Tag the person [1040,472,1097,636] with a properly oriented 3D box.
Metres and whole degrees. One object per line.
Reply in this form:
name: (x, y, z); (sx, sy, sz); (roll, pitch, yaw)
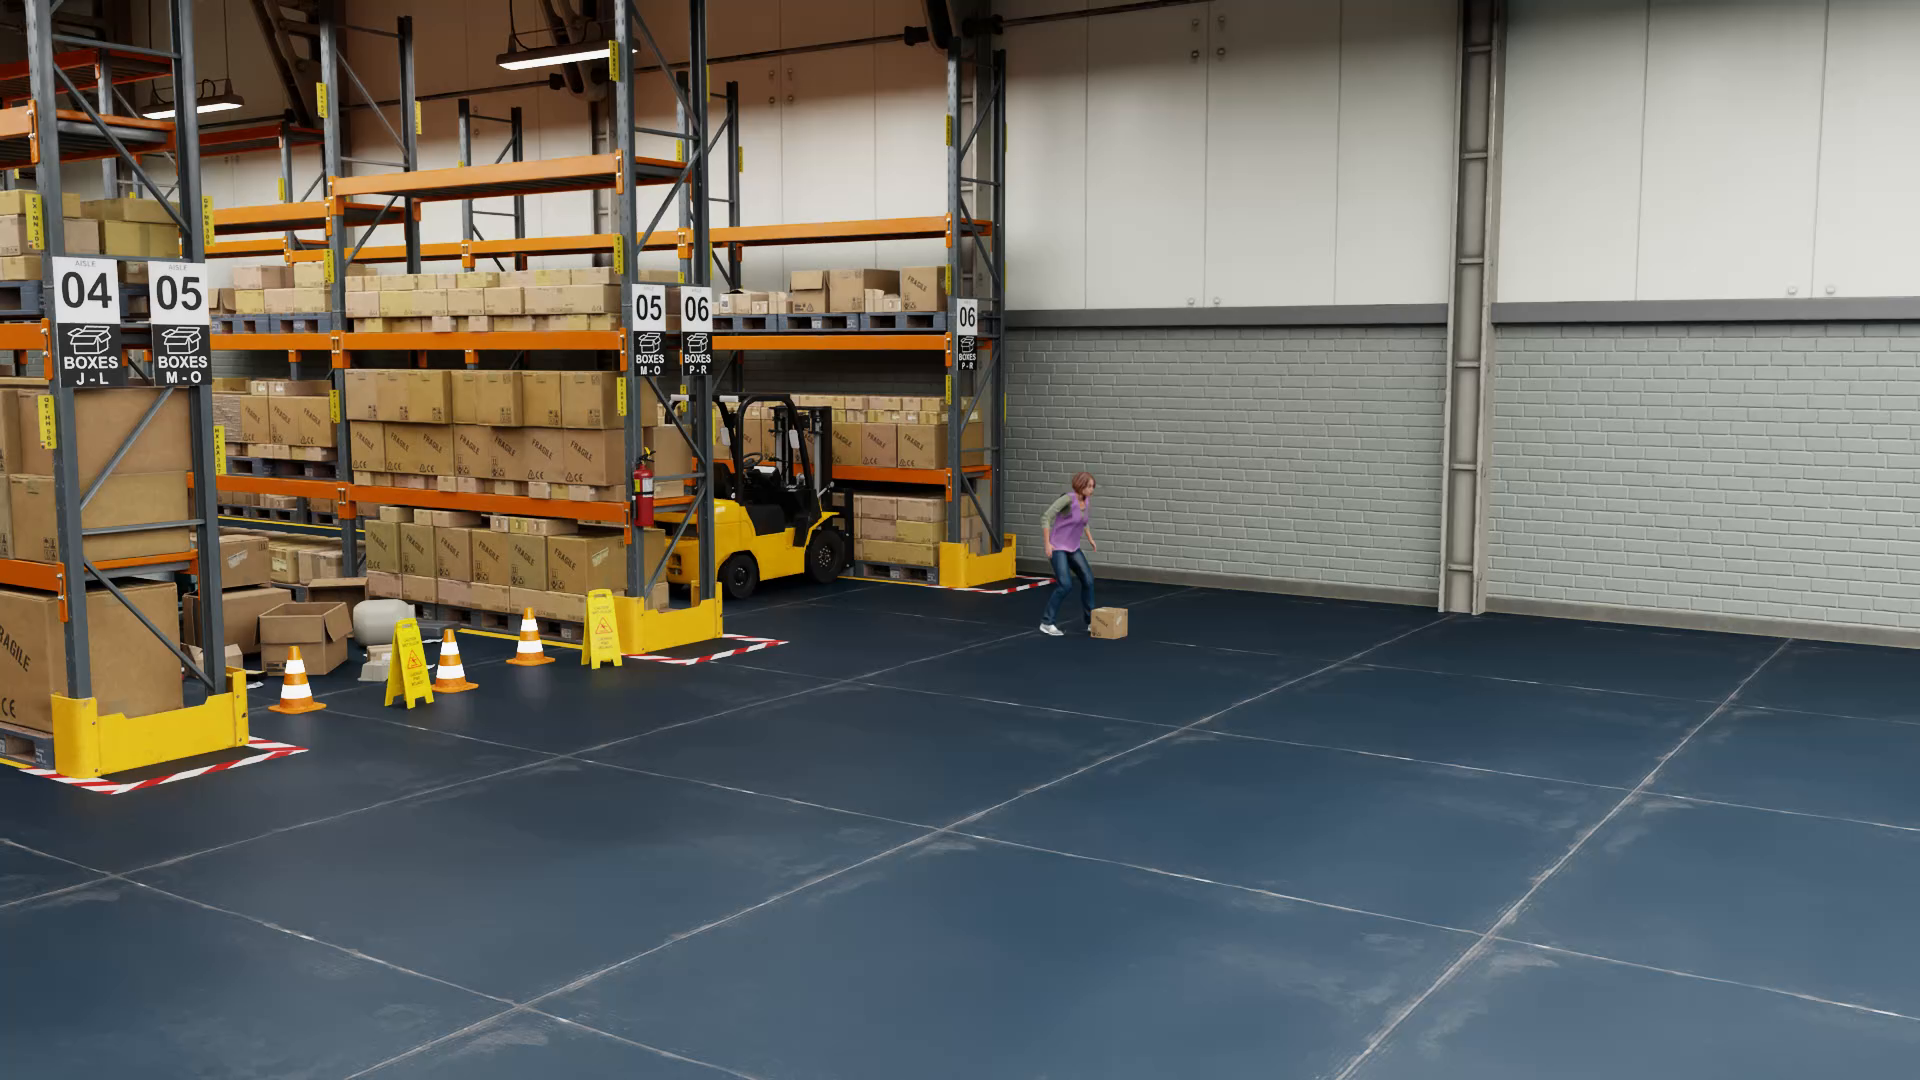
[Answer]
person: (1.088, 0.128, 15.510); (0.586, 1.536, 0.611); (5, 8, 40)
